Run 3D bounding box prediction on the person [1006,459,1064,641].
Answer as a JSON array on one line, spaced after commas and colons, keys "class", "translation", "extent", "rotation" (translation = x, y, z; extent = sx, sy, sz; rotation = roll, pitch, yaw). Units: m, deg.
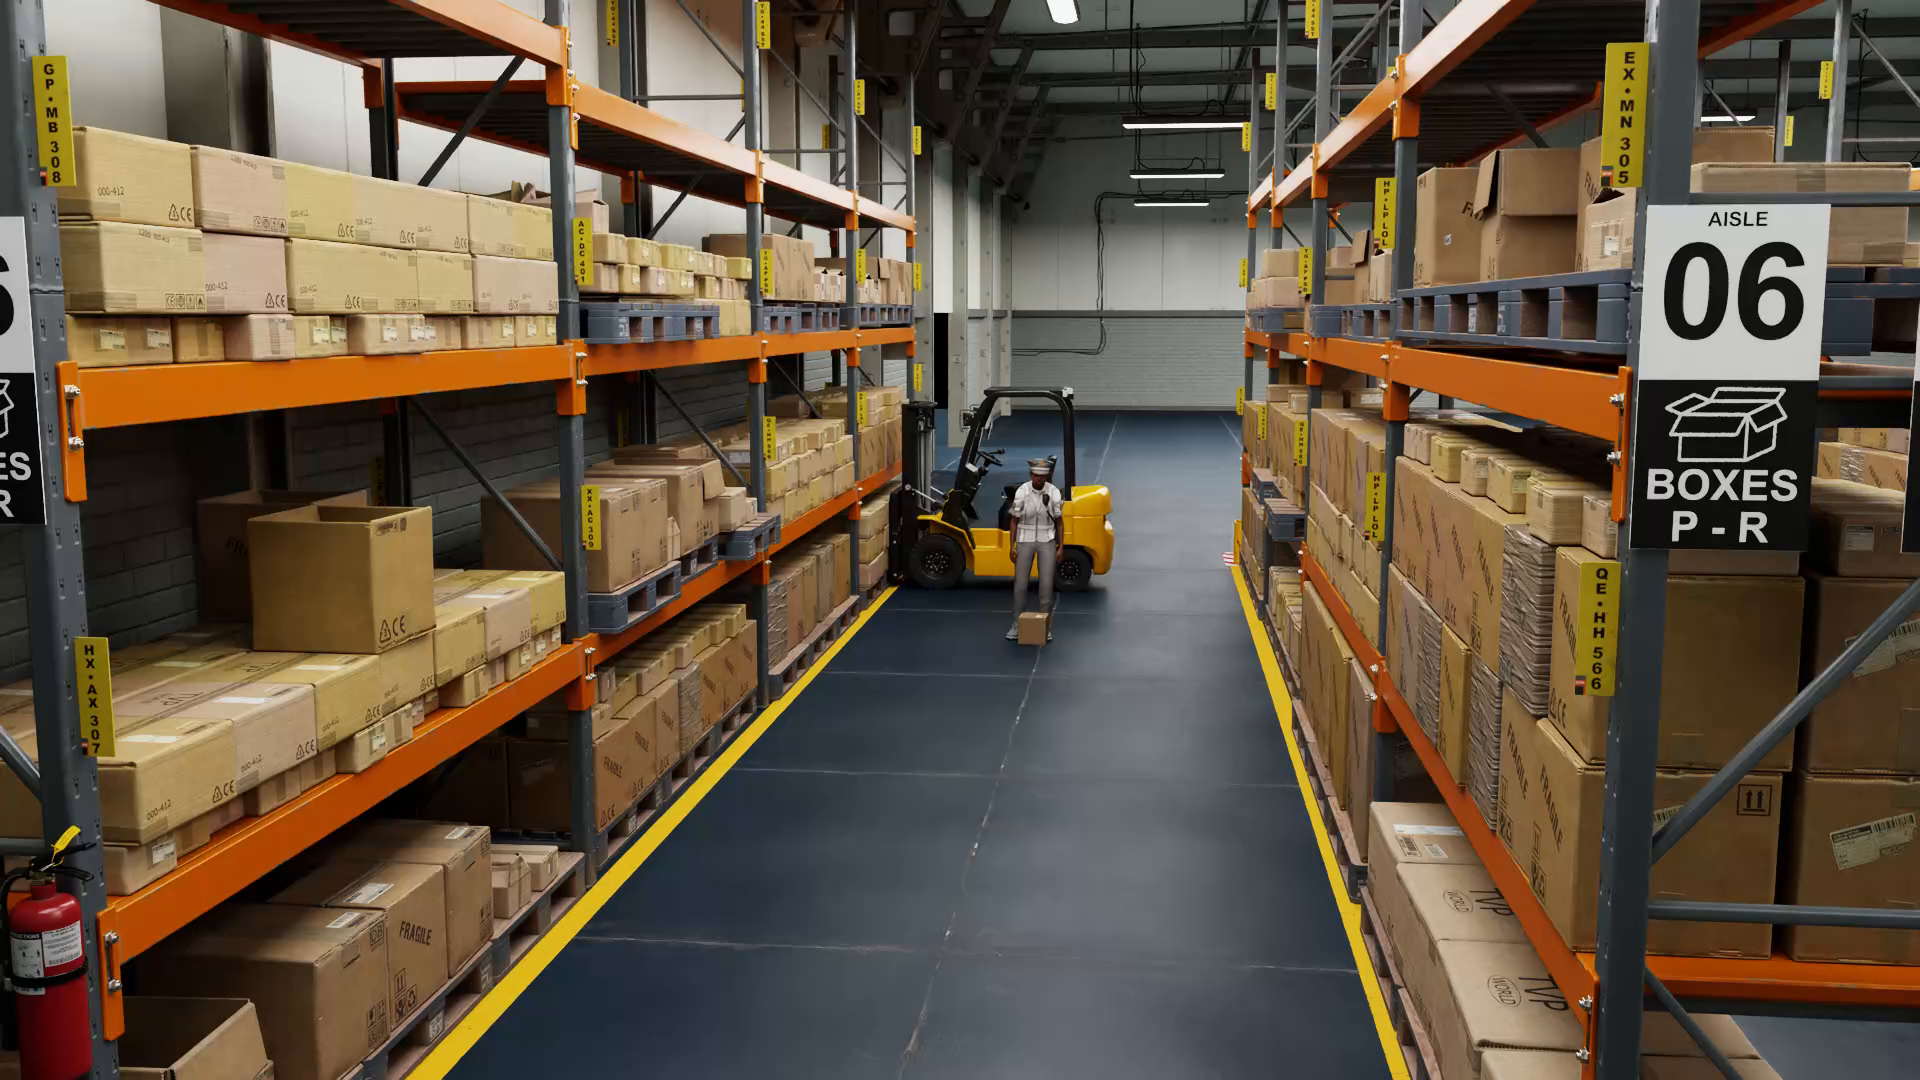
[{"class": "person", "translation": [0.689, 0.076, 15.224], "extent": [0.532, 1.662, 0.424], "rotation": [0, 8, 3]}]
